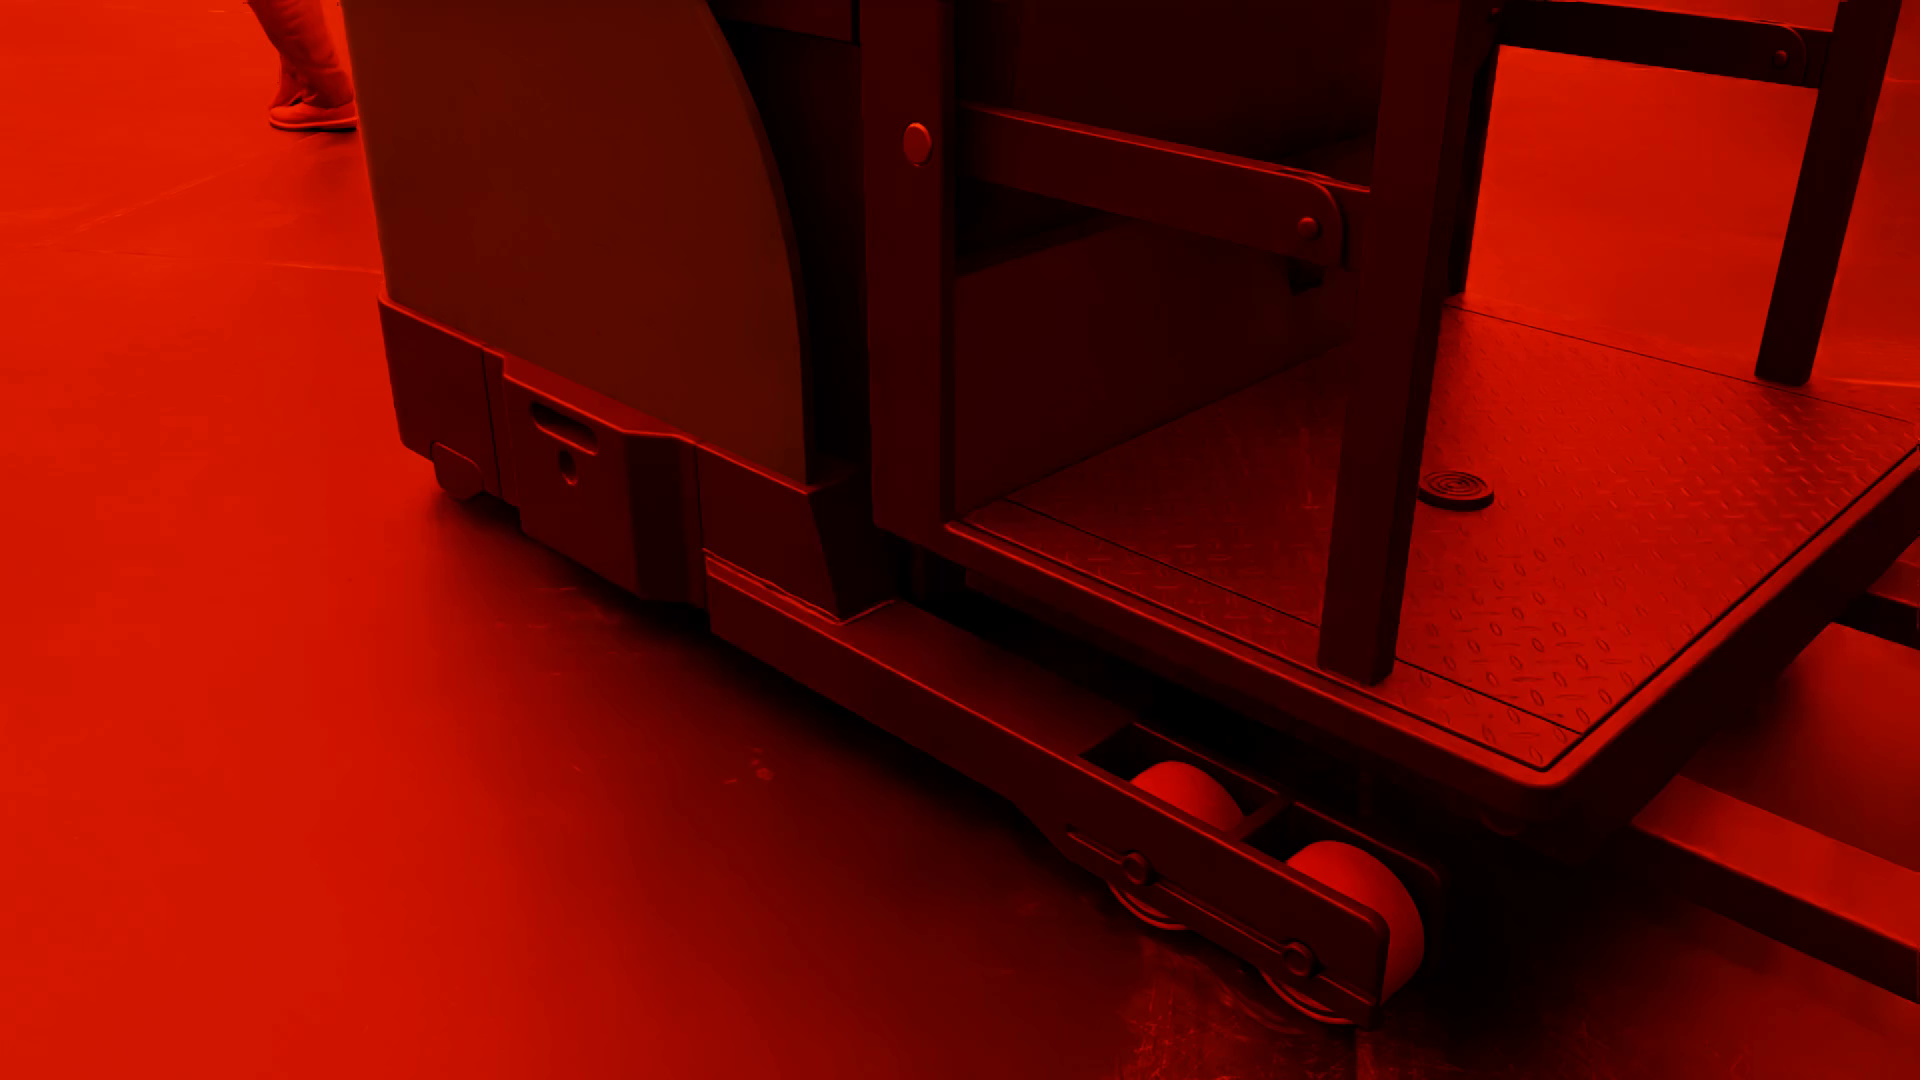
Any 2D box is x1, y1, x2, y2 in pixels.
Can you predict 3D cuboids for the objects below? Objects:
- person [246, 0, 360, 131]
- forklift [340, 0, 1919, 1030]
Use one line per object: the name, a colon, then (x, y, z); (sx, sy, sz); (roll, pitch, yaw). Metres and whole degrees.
person: (-1.983, -1.959, 4.635); (0.479, 1.686, 0.872); (7, 28, 13)
forklift: (0.504, -1.114, 1.455); (3.031, 2.935, 1.130); (24, 35, 39)
